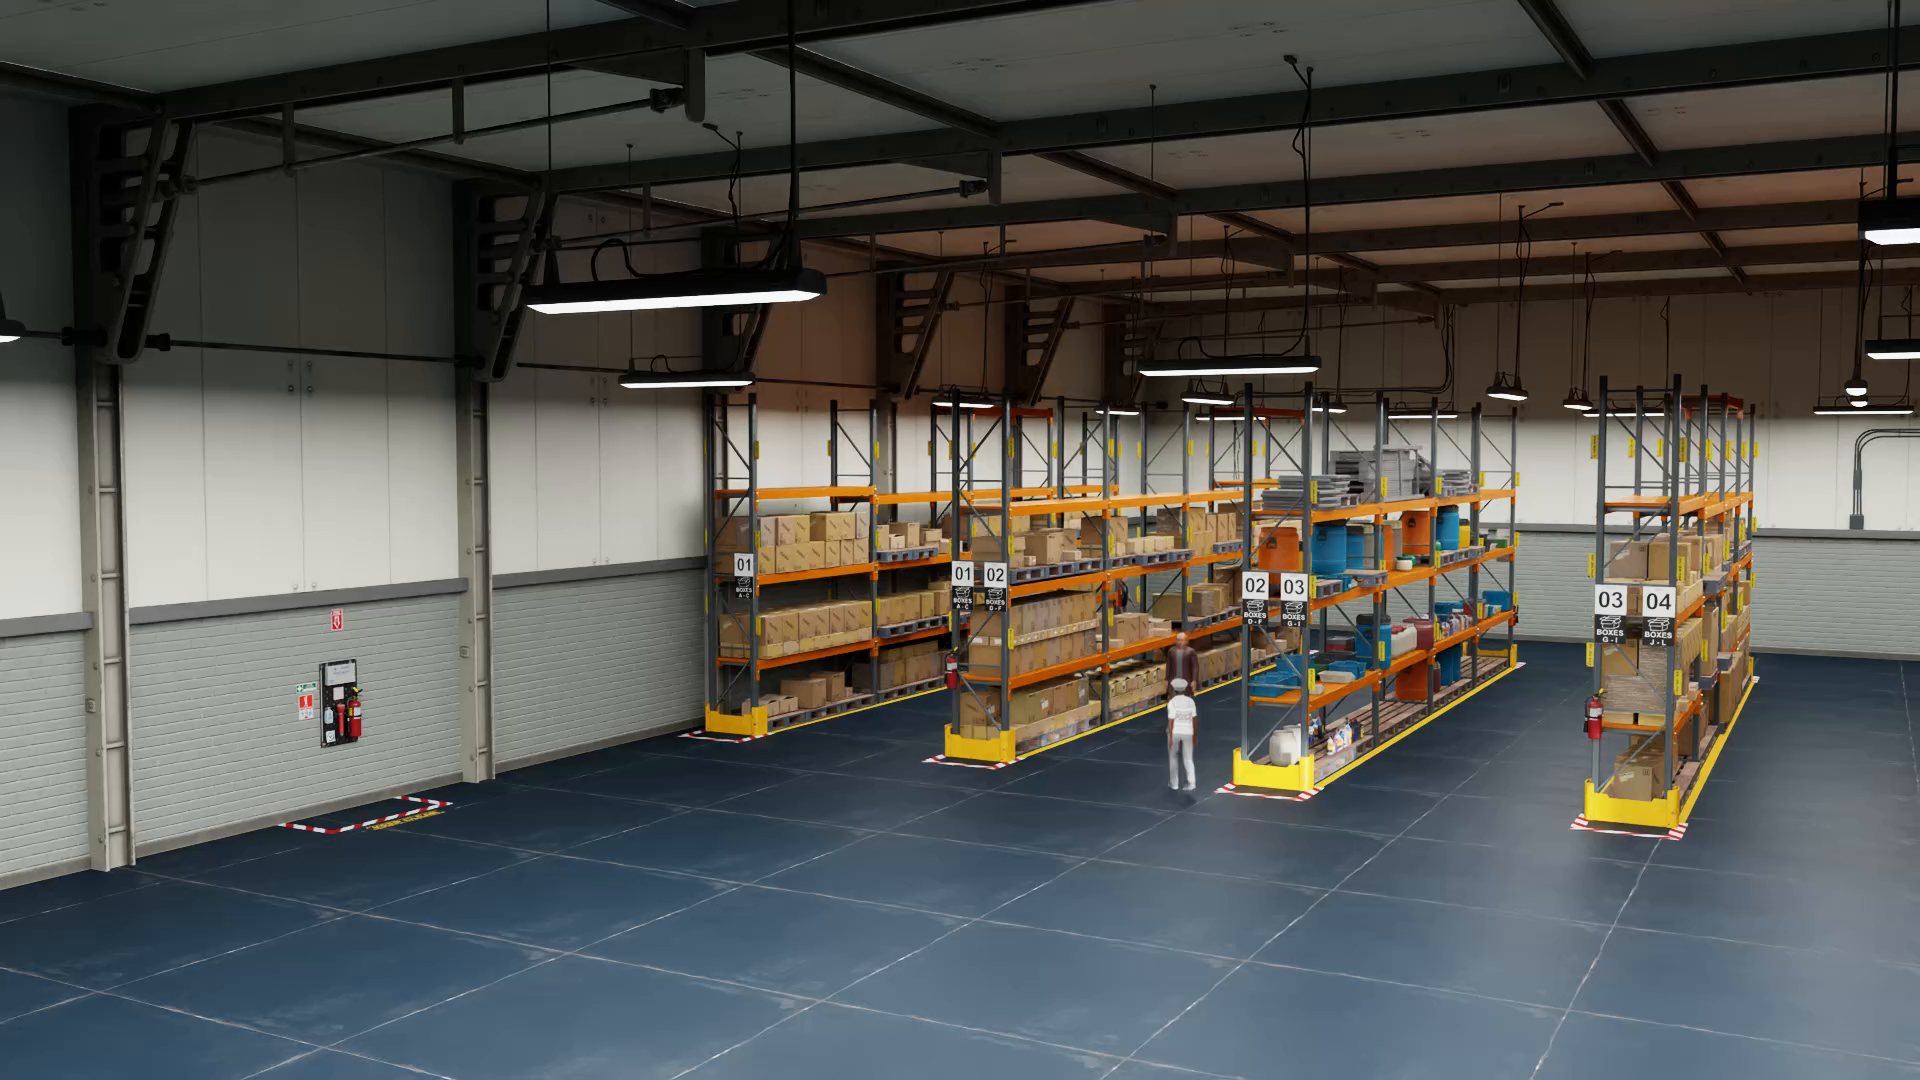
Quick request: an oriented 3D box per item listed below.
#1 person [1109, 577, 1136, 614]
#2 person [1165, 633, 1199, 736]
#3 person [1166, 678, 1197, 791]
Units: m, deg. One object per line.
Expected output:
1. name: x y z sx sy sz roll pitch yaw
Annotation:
1. person: 4.298 1.783 44.336 0.552 1.759 0.665 3 4 44
2. person: 3.903 2.538 29.324 0.653 1.813 0.669 1 3 24
3. person: 3.249 2.862 24.293 0.470 1.644 0.932 0 3 -3
